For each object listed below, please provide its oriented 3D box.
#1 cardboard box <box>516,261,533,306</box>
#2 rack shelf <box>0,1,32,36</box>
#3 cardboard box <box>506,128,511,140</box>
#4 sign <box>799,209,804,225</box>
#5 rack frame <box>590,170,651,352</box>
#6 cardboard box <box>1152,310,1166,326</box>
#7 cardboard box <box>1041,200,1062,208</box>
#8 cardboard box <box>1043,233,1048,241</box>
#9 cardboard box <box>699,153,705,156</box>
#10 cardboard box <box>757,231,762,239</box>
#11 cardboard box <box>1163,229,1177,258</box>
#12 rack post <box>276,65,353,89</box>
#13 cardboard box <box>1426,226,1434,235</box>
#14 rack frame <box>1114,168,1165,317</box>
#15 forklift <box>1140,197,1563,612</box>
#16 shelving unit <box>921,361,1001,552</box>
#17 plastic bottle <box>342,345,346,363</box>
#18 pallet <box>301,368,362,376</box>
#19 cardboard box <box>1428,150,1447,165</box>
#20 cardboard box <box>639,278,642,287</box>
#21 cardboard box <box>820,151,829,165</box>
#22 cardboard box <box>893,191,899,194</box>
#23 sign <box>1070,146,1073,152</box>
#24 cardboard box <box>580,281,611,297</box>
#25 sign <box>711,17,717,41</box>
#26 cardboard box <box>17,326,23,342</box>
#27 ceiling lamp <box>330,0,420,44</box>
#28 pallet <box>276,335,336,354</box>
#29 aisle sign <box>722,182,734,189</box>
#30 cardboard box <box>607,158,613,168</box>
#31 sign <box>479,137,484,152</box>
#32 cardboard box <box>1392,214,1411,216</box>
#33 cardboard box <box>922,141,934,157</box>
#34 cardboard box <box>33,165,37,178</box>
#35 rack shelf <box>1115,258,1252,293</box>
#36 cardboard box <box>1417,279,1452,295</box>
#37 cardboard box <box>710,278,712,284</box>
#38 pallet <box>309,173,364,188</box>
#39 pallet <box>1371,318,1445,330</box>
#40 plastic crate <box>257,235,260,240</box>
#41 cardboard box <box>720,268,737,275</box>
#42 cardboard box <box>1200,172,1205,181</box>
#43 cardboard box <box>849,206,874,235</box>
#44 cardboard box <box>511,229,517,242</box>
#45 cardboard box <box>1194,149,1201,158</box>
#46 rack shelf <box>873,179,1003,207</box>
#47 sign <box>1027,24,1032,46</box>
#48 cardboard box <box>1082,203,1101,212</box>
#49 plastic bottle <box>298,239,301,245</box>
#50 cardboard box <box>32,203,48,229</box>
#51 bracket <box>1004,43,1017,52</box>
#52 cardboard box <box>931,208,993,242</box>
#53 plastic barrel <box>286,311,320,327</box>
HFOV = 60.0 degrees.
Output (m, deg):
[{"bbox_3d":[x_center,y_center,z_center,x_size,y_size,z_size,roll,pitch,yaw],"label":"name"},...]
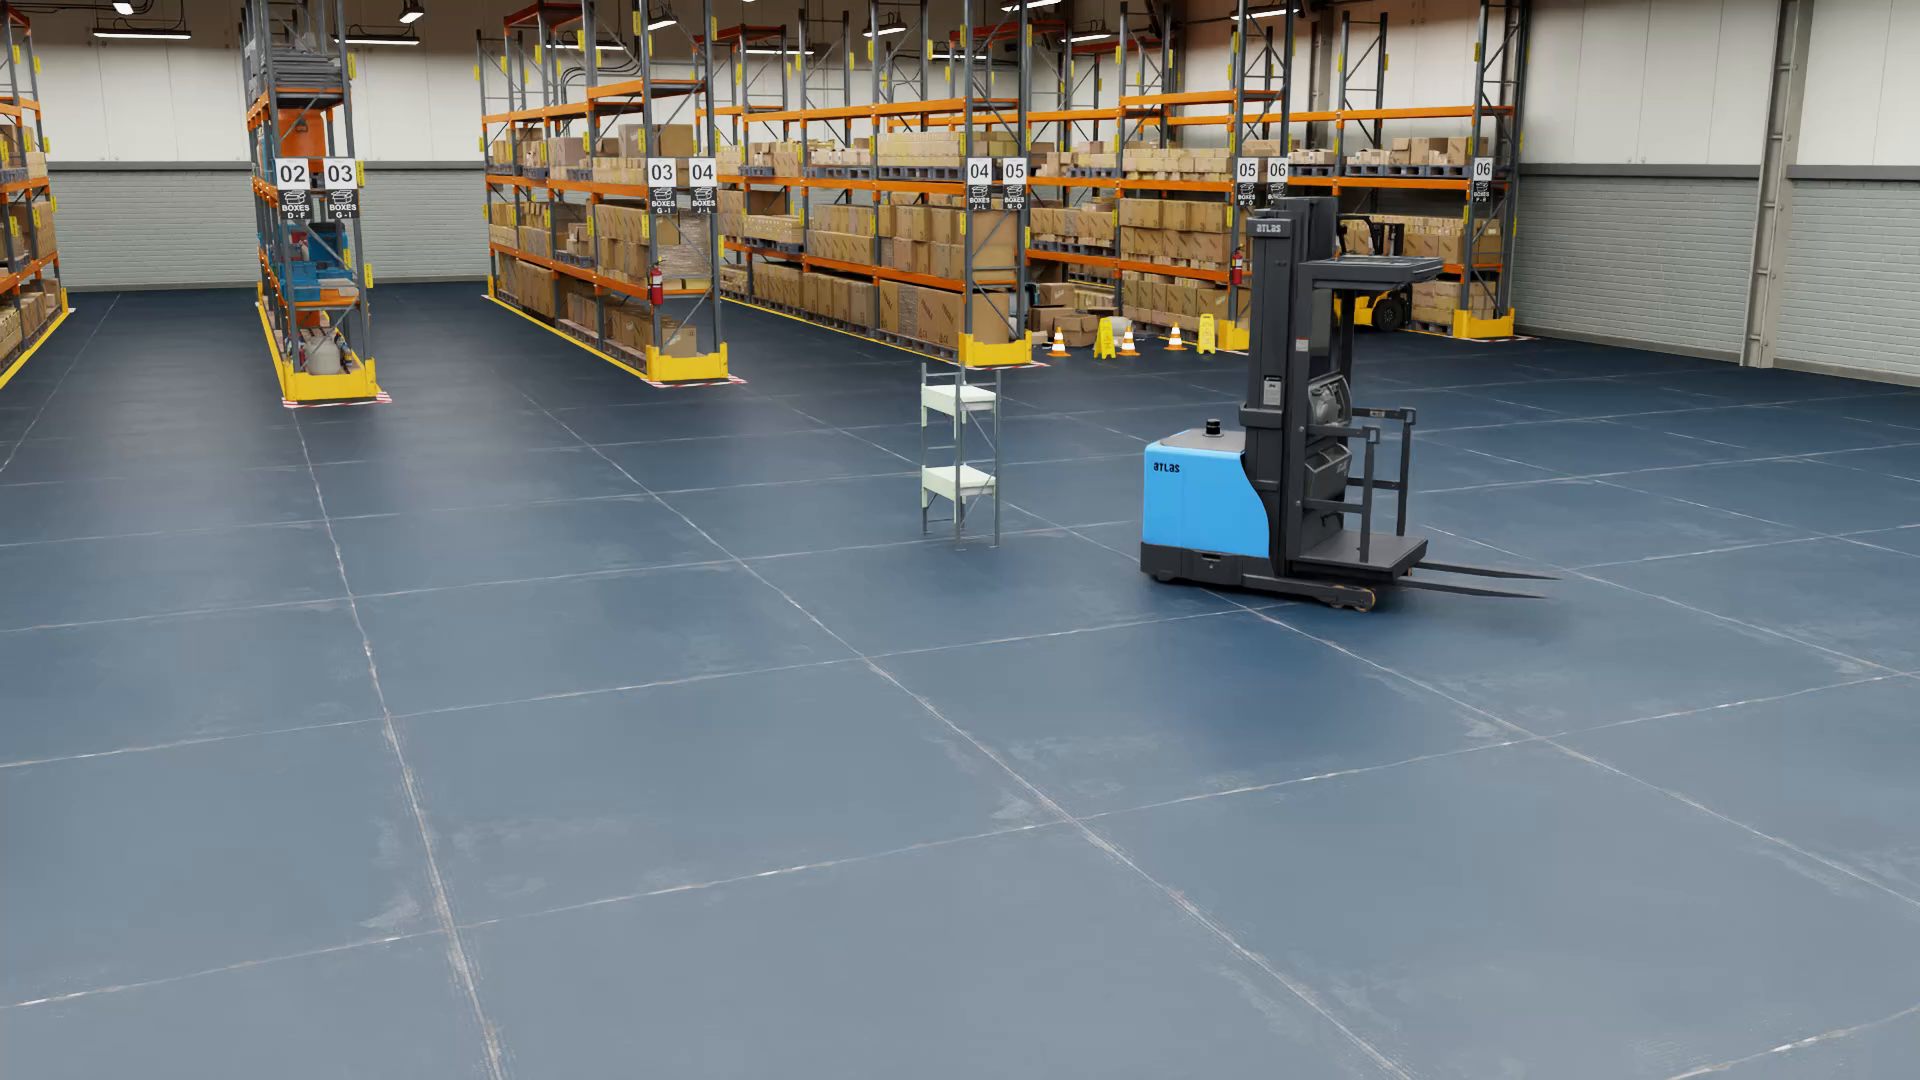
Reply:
[{"bbox_3d":[-8.566,-5.384,34.760,1.225,0.875,0.875,-6,14,-23],"label":"cardboard box"},{"bbox_3d":[-18.720,-10.055,32.084,1.077,0.370,4.000,-6,14,-23],"label":"rack shelf"},{"bbox_3d":[-9.643,-8.882,36.402,0.500,0.250,0.500,-6,14,-25],"label":"cardboard box"},{"bbox_3d":[-3.147,-6.420,33.065,0.100,0.325,0.005,-6,14,-23],"label":"sign"},{"bbox_3d":[-5.636,-4.692,27.990,1.000,3.000,0.127,-6,14,-23],"label":"rack frame"},{"bbox_3d":[3.872,-4.087,30.544,0.500,0.250,0.500,-6,14,-24],"label":"cardboard box"},{"bbox_3d":[1.868,-7.073,35.840,0.500,0.500,0.500,-6,14,-25],"label":"cardboard box"},{"bbox_3d":[1.952,-6.290,34.519,0.380,0.149,0.250,-7,15,-27],"label":"cardboard box"},{"bbox_3d":[-5.916,-9.114,39.668,0.500,0.250,0.500,-5,14,-22],"label":"cardboard box"},{"bbox_3d":[-4.104,-6.518,35.505,0.380,0.149,0.250,-6,14,-25],"label":"cardboard box"},{"bbox_3d":[3.997,-5.356,29.976,0.500,0.500,0.500,-5,14,-22],"label":"cardboard box"},{"bbox_3d":[-8.758,-6.265,22.591,0.937,0.300,0.954,-4,14,-17],"label":"rack post"},{"bbox_3d":[8.931,-5.782,31.041,0.380,0.149,0.250,-6,14,-23],"label":"cardboard box"},{"bbox_3d":[3.444,-5.587,31.858,1.000,3.000,0.127,-6,14,-23],"label":"rack frame"},{"bbox_3d":[2.946,-1.043,12.375,3.031,2.935,1.130,7,15,29],"label":"forklift"},{"bbox_3d":[0.003,-0.729,14.195,0.431,1.500,0.755,-6,14,-23],"label":"shelving unit"},{"bbox_3d":[-9.150,-2.777,24.791,0.097,0.271,0.097,0,13,0],"label":"plastic bottle"},{"bbox_3d":[-8.966,-2.239,23.578,1.003,0.211,1.213,-6,14,-23],"label":"pallet"},{"bbox_3d":[8.881,-7.055,30.693,0.396,0.266,0.258,-6,14,-23],"label":"cardboard box"},{"bbox_3d":[-4.670,-3.935,25.277,0.380,0.149,0.250,-6,14,-23],"label":"cardboard box"},{"bbox_3d":[-2.364,-7.314,31.847,0.500,0.250,0.500,-5,14,-21],"label":"cardboard box"},{"bbox_3d":[-1.474,-8.820,41.948,0.380,0.149,0.250,-5,14,-22],"label":"cardboard box"},{"bbox_3d":[2.340,-8.175,35.242,0.100,0.325,0.005,-6,14,-23],"label":"sign"},{"bbox_3d":[-6.721,-4.636,30.653,0.500,0.250,0.500,-4,14,-17],"label":"cardboard box"},{"bbox_3d":[-3.536,-7.331,23.841,0.100,0.325,0.005,-6,14,-23],"label":"sign"},{"bbox_3d":[-15.882,-3.403,27.586,0.500,0.250,0.500,-5,14,-22],"label":"cardboard box"},{"bbox_3d":[-13.749,-13.272,38.814,2.000,3.185,0.800,-6,14,-23],"label":"ceiling lamp"},{"bbox_3d":[-11.017,-3.297,28.148,1.003,0.211,1.213,-6,14,-23],"label":"pallet"},{"bbox_3d":[-5.612,-8.907,40.437,0.394,0.787,0.004,-6,14,-23],"label":"aisle sign"},{"bbox_3d":[-5.365,-5.963,26.278,0.380,0.149,0.250,-6,14,-24],"label":"cardboard box"},{"bbox_3d":[-10.954,-9.048,38.045,0.100,0.325,0.005,-6,14,-23],"label":"sign"},{"bbox_3d":[8.734,-6.352,32.843,0.380,0.149,0.250,-6,14,-24],"label":"cardboard box"},{"bbox_3d":[-0.300,-6.362,27.075,0.500,0.250,0.500,-6,14,-23],"label":"cardboard box"},{"bbox_3d":[-18.282,-7.169,32.373,0.500,0.250,0.500,-6,14,-23],"label":"cardboard box"},{"bbox_3d":[4.245,-4.823,30.153,1.077,0.370,4.000,-6,14,-23],"label":"rack shelf"},{"bbox_3d":[8.913,-4.734,31.120,0.500,0.250,0.500,-5,14,-22],"label":"cardboard box"},{"bbox_3d":[-5.941,-6.277,40.229,0.380,0.149,0.250,-5,14,-22],"label":"cardboard box"},{"bbox_3d":[-8.814,-4.967,22.946,1.003,0.211,1.213,-6,14,-23],"label":"pallet"},{"bbox_3d":[8.764,-4.257,32.296,1.003,0.211,1.213,-6,14,-23],"label":"pallet"},{"bbox_3d":[-14.920,-6.455,35.845,0.416,0.233,0.300,-6,14,-23],"label":"plastic crate"},{"bbox_3d":[-5.414,-6.295,38.987,0.380,0.149,0.250,-5,14,-22],"label":"cardboard box"},{"bbox_3d":[4.402,-6.313,28.898,0.380,0.149,0.250,-6,14,-23],"label":"cardboard box"},{"bbox_3d":[-1.665,-5.968,31.062,0.700,0.500,0.500,-6,14,-23],"label":"cardboard box"},{"bbox_3d":[-9.258,-6.484,35.407,0.500,0.250,0.500,-6,14,-24],"label":"cardboard box"},{"bbox_3d":[4.308,-6.747,29.007,0.380,0.149,0.250,-6,14,-23],"label":"cardboard box"},{"bbox_3d":[-0.250,-5.817,27.793,1.077,0.370,4.000,-6,14,-23],"label":"rack shelf"},{"bbox_3d":[1.063,-7.797,25.676,0.100,0.325,0.005,-6,14,-23],"label":"sign"},{"bbox_3d":[2.633,-6.572,32.862,0.380,0.149,0.250,-6,14,-25],"label":"cardboard box"},{"bbox_3d":[-12.843,-5.700,32.455,0.144,0.351,0.185,-6,14,-23],"label":"plastic bottle"},{"bbox_3d":[-18.470,-6.429,33.055,0.500,0.500,0.500,-5,14,-21],"label":"cardboard box"},{"bbox_3d":[1.489,-14.374,48.534,0.235,0.232,0.430,-6,14,-23],"label":"bracket"},{"bbox_3d":[0.034,-5.205,27.481,0.875,0.550,0.550,-6,14,-23],"label":"cardboard box"},{"bbox_3d":[-11.988,-4.318,30.255,0.600,0.830,0.708,-6,14,-23],"label":"plastic barrel"}]
